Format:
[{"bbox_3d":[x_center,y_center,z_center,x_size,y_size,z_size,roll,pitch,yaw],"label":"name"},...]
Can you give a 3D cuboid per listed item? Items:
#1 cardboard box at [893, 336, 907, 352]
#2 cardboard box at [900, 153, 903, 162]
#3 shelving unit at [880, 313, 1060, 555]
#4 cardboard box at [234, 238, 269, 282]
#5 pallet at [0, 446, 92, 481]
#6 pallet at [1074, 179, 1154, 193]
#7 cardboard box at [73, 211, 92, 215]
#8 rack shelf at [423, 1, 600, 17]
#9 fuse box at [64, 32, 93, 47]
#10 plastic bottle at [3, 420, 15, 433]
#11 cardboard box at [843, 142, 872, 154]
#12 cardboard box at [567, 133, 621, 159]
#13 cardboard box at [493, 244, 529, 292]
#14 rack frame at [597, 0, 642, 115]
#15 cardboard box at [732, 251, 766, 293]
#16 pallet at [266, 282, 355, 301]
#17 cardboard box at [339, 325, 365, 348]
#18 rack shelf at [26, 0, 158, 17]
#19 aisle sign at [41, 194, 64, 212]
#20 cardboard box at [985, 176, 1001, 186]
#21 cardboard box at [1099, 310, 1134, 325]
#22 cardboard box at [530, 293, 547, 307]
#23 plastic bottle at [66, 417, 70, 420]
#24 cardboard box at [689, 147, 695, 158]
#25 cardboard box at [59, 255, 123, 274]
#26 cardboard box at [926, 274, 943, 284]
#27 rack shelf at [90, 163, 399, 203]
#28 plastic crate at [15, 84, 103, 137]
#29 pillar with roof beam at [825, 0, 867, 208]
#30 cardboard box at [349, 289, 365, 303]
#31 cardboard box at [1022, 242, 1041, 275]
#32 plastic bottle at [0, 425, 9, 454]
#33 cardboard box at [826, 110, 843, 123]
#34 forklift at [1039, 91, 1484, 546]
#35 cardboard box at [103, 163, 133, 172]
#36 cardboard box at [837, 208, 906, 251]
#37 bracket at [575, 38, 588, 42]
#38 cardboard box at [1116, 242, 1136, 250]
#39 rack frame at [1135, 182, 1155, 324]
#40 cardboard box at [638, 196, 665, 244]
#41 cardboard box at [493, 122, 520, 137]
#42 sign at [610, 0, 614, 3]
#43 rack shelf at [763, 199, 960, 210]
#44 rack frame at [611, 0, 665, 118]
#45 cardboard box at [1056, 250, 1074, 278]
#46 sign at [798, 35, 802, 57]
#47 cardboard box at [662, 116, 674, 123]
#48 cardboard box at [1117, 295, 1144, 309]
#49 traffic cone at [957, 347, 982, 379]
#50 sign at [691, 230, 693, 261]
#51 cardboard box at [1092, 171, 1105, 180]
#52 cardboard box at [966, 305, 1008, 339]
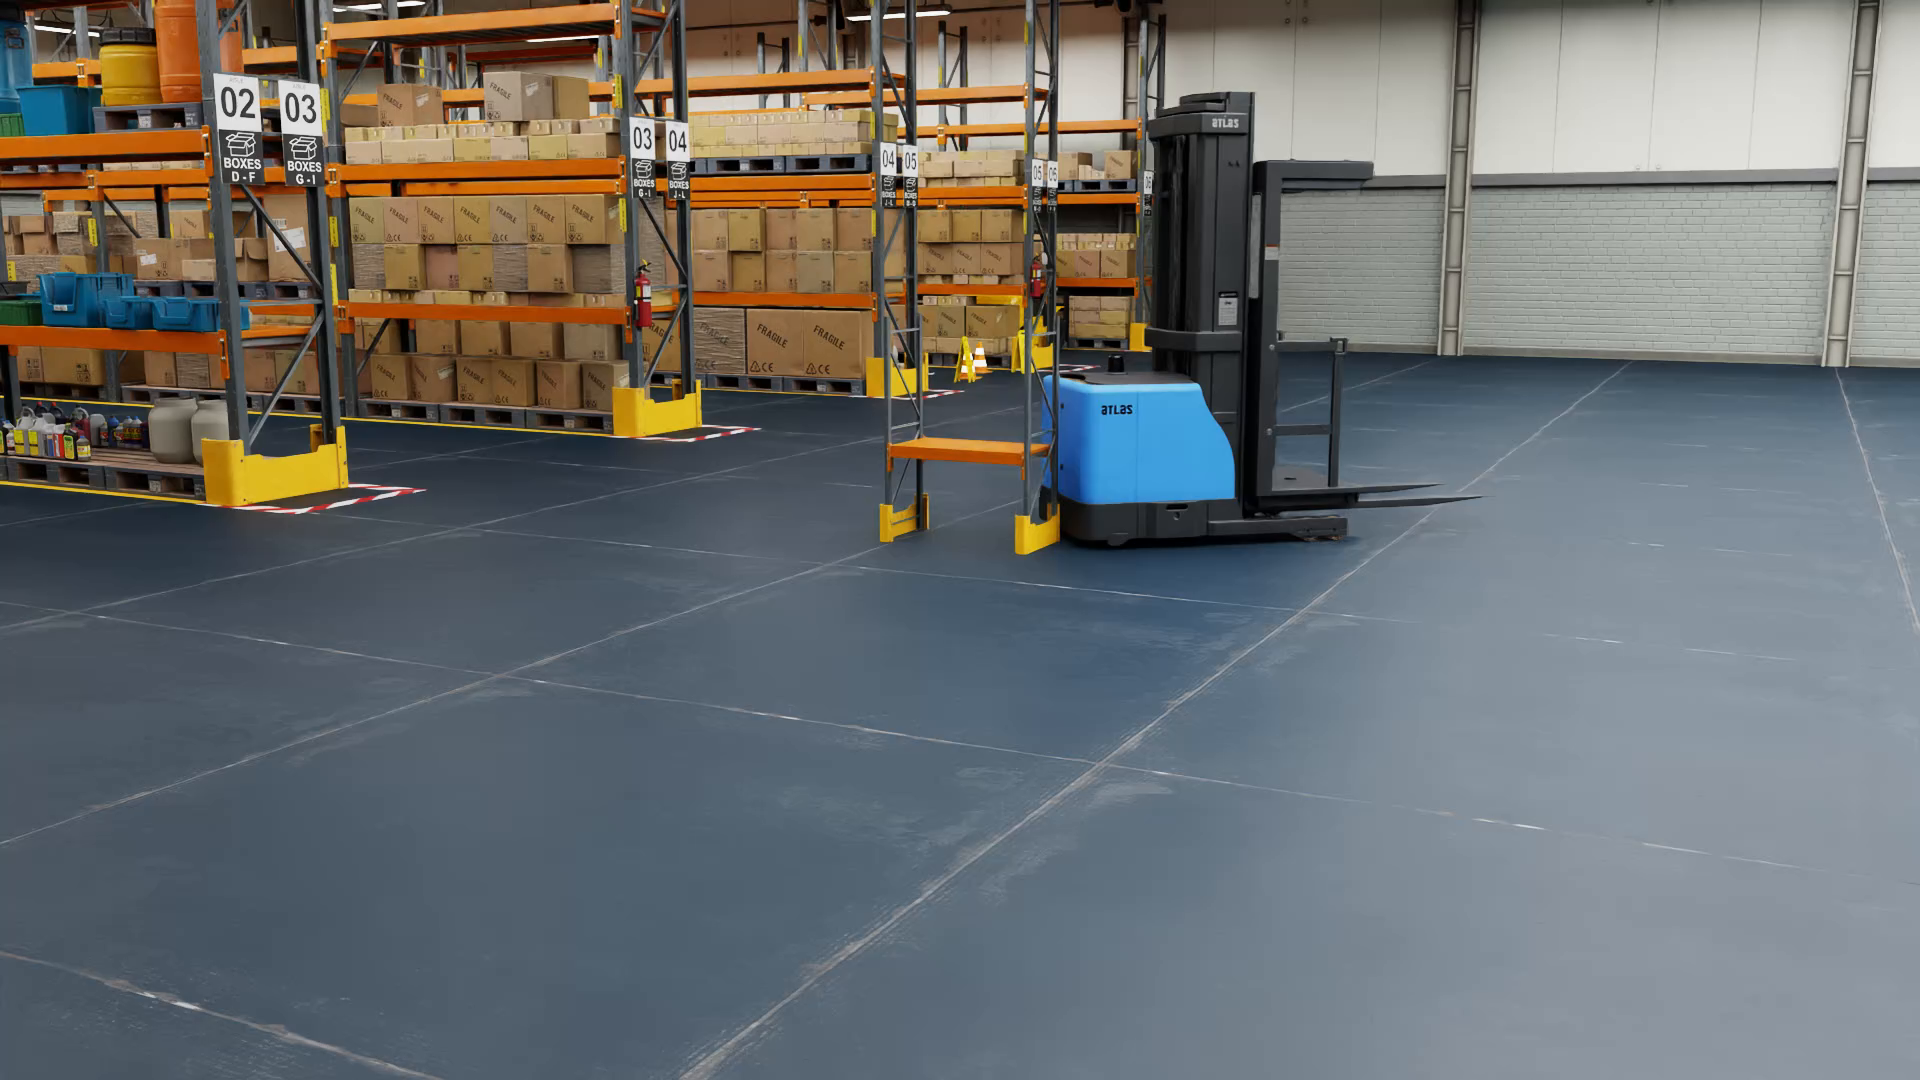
[{"bbox_3d":[-0.956,-3.207,27.072,0.500,0.250,0.500,5,11,25],"label":"cardboard box"},{"bbox_3d":[-0.757,-6.084,26.466,0.250,0.149,0.380,5,12,27],"label":"cardboard box"},{"bbox_3d":[0.068,-0.732,11.063,1.083,1.500,0.587,5,11,26],"label":"shelving unit"},{"bbox_3d":[-8.306,-3.322,19.692,0.637,0.503,0.797,6,12,32],"label":"cardboard box"},{"bbox_3d":[-8.318,-0.720,14.614,1.213,0.211,1.003,5,11,26],"label":"pallet"},{"bbox_3d":[2.832,-6.495,30.522,1.213,0.211,1.003,5,11,26],"label":"pallet"},{"bbox_3d":[-14.446,-5.243,27.855,0.500,0.500,0.500,5,12,27],"label":"cardboard box"},{"bbox_3d":[-7.707,-9.231,29.657,4.000,0.370,1.077,5,11,26],"label":"rack shelf"},{"bbox_3d":[-18.242,-10.395,34.415,0.176,0.334,0.513,5,11,26],"label":"fuse box"},{"bbox_3d":[-8.044,-0.875,14.068,0.097,0.271,0.097,0,10,0],"label":"plastic bottle"},{"bbox_3d":[-1.286,-4.992,21.211,0.250,0.149,0.380,5,11,26],"label":"cardboard box"},{"bbox_3d":[-3.668,-4.027,17.056,0.500,0.250,0.500,5,12,27],"label":"cardboard box"},{"bbox_3d":[-4.535,-2.937,17.920,0.500,0.500,0.875,5,11,26],"label":"cardboard box"},{"bbox_3d":[-5.913,-7.792,29.018,0.127,3.000,1.000,5,11,26],"label":"rack frame"},{"bbox_3d":[-2.634,-3.646,22.534,0.500,0.550,0.875,5,11,26],"label":"cardboard box"},{"bbox_3d":[-7.332,-2.931,19.544,1.213,0.211,1.003,5,11,26],"label":"pallet"},{"bbox_3d":[-9.182,-3.070,25.610,0.500,0.500,0.500,6,12,28],"label":"cardboard box"},{"bbox_3d":[-13.393,-8.748,26.986,4.000,0.370,1.077,5,11,26],"label":"rack shelf"},{"bbox_3d":[-15.385,-5.909,28.159,0.004,0.787,0.394,5,11,26],"label":"aisle sign"},{"bbox_3d":[0.580,-5.560,25.812,0.250,0.149,0.380,5,11,26],"label":"cardboard box"},{"bbox_3d":[2.879,-4.091,30.550,0.500,0.250,0.500,5,11,25],"label":"cardboard box"},{"bbox_3d":[-4.365,-2.573,17.729,0.250,0.149,0.380,5,11,26],"label":"cardboard box"},{"bbox_3d":[-7.861,-1.005,14.754,0.133,0.283,0.061,6,12,30],"label":"plastic bottle"},{"bbox_3d":[-3.569,-5.192,22.319,0.250,0.149,0.380,5,11,25],"label":"cardboard box"},{"bbox_3d":[-10.850,-3.306,20.794,0.500,0.500,0.500,5,12,28],"label":"cardboard box"},{"bbox_3d":[-0.347,-4.171,26.560,0.250,0.149,0.380,5,11,25],"label":"cardboard box"},{"bbox_3d":[-8.504,-4.222,19.733,4.000,0.370,1.077,5,11,26],"label":"rack shelf"},{"bbox_3d":[-7.158,-3.407,13.252,0.575,0.384,0.392,5,11,26],"label":"plastic crate"},{"bbox_3d":[-4.057,-7.939,29.828,0.548,9.000,9.100,5,11,26],"label":"pillar with roof beam"},{"bbox_3d":[-6.651,-2.754,18.729,0.250,0.149,0.380,5,11,26],"label":"cardboard box"},{"bbox_3d":[0.959,-4.487,26.484,0.500,0.500,0.500,5,11,25],"label":"cardboard box"},{"bbox_3d":[-8.063,-0.867,13.989,0.133,0.283,0.061,6,12,28],"label":"plastic bottle"},{"bbox_3d":[-1.514,-5.404,21.252,0.250,0.149,0.380,5,11,26],"label":"cardboard box"},{"bbox_3d":[2.129,-1.520,11.398,3.031,2.935,1.130,-3,11,-14],"label":"forklift"},{"bbox_3d":[-9.989,-4.582,20.124,0.500,0.250,0.500,5,12,27],"label":"cardboard box"},{"bbox_3d":[-1.154,-4.052,21.743,0.550,0.550,0.875,5,11,26],"label":"cardboard box"},{"bbox_3d":[-8.062,-10.847,35.787,0.430,0.232,0.235,5,11,26],"label":"bracket"},{"bbox_3d":[3.019,-5.354,30.288,0.250,0.149,0.380,5,11,27],"label":"cardboard box"},{"bbox_3d":[3.454,-5.003,30.451,0.127,3.000,1.000,5,11,26],"label":"rack frame"},{"bbox_3d":[-3.496,-3.402,17.679,0.500,0.500,0.500,5,11,26],"label":"cardboard box"},{"bbox_3d":[-4.674,-4.301,17.453,0.250,0.149,0.380,4,11,23],"label":"cardboard box"},{"bbox_3d":[-4.655,-7.090,22.290,0.005,0.325,0.100,5,11,26],"label":"sign"},{"bbox_3d":[-1.926,-6.598,32.860,4.000,0.370,1.077,5,11,26],"label":"rack shelf"},{"bbox_3d":[-4.425,-6.679,22.864,0.127,3.000,1.000,5,11,26],"label":"rack frame"},{"bbox_3d":[1.976,-5.132,30.881,0.500,0.500,0.500,5,11,25],"label":"cardboard box"},{"bbox_3d":[-2.566,-7.926,26.687,0.005,0.325,0.100,5,11,26],"label":"sign"},{"bbox_3d":[-3.793,-5.604,22.357,0.250,0.149,0.380,5,11,25],"label":"cardboard box"},{"bbox_3d":[3.107,-4.417,30.945,0.500,0.250,0.500,5,11,25],"label":"cardboard box"},{"bbox_3d":[0.119,-2.585,24.216,0.334,0.463,0.336,5,11,26],"label":"traffic cone"},{"bbox_3d":[-2.884,-3.140,17.726,0.005,0.325,0.100,5,11,26],"label":"sign"},{"bbox_3d":[2.577,-6.628,30.252,0.250,0.149,0.380,5,11,24],"label":"cardboard box"},{"bbox_3d":[0.427,-3.454,26.328,0.500,0.500,0.500,5,11,26],"label":"cardboard box"}]
